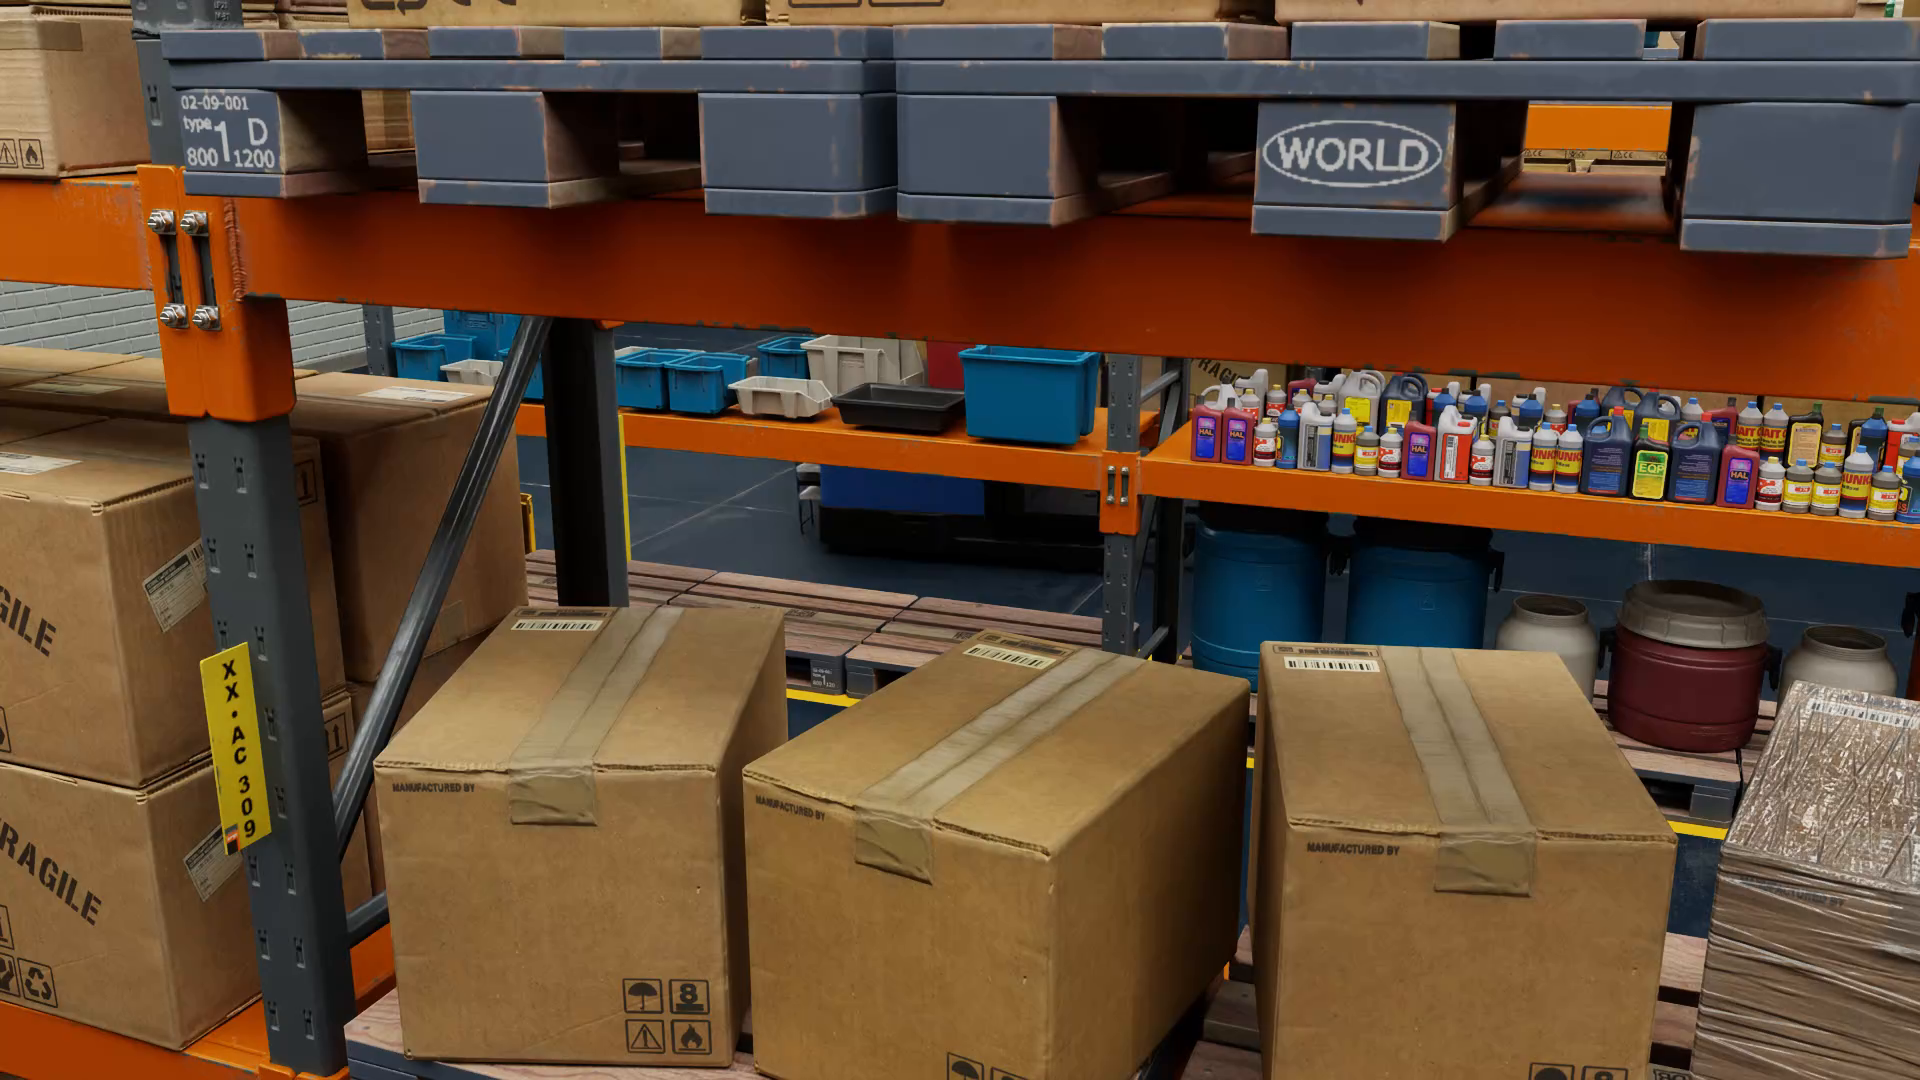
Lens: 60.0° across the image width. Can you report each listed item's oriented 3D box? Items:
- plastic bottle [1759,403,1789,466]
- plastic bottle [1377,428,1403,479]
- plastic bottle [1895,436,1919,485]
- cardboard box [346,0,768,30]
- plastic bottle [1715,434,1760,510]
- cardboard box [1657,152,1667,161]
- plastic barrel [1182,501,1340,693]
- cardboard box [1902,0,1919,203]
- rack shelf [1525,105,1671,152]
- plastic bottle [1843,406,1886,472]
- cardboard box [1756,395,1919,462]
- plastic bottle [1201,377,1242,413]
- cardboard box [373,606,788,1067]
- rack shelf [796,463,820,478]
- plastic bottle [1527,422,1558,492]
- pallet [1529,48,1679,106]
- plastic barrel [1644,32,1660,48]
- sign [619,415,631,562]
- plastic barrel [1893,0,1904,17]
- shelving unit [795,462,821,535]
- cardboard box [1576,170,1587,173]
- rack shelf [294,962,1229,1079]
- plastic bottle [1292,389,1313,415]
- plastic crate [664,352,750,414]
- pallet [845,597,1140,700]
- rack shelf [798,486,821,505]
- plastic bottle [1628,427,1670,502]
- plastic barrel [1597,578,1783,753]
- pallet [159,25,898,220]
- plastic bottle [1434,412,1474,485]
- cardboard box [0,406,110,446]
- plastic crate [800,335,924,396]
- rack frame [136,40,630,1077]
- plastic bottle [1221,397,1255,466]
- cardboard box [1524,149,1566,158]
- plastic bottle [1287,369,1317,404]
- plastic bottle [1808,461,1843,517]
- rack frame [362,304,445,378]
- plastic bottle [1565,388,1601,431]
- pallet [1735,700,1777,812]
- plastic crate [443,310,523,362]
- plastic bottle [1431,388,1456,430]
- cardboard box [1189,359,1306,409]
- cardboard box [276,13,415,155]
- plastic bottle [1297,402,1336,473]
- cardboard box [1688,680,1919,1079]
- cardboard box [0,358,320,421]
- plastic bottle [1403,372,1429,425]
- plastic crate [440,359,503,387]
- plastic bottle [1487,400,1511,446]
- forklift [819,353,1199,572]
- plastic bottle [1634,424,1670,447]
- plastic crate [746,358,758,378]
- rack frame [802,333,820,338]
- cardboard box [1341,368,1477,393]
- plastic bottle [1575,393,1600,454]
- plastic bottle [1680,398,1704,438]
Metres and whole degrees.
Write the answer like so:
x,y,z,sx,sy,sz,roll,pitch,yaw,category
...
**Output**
x,y,z,sx,sy,sz,roll,pitch,yaw,category
3.450,-0.443,7.050,0.097,0.271,0.097,0,16,0,plastic bottle
1.790,-0.364,6.905,0.097,0.201,0.097,0,16,0,plastic bottle
3.858,-0.319,6.748,0.097,0.201,0.097,0,16,0,plastic bottle
-0.500,-1.066,2.472,0.600,0.600,0.600,5,17,15,cardboard box
3.004,-0.265,6.415,0.133,0.283,0.061,6,17,21,plastic bottle
8.537,-4.744,19.662,0.500,0.500,0.500,6,17,21,cardboard box
1.379,0.184,7.671,0.708,0.901,0.600,6,17,21,plastic barrel
1.403,-0.619,1.865,0.500,0.500,0.910,6,17,21,cardboard box
2.740,-1.573,6.621,4.000,0.370,1.077,6,17,21,rack shelf
3.778,-0.418,6.943,0.133,0.283,0.061,6,17,21,plastic bottle
5.784,-0.815,11.158,0.875,0.875,1.225,5,17,18,cardboard box
1.126,-0.534,7.223,0.185,0.351,0.144,6,17,21,plastic bottle
-0.583,0.459,2.781,0.500,0.500,0.700,1,16,2,cardboard box
-0.924,-0.468,10.770,0.200,0.077,0.258,1,16,14,rack shelf
2.345,-0.337,6.685,0.097,0.271,0.097,0,16,0,plastic bottle
2.701,-1.862,6.666,1.213,0.211,1.003,6,17,21,pallet
2.523,-2.430,6.632,0.708,0.901,0.600,6,17,21,plastic barrel
-0.741,-0.098,3.555,0.005,0.325,0.100,6,17,21,sign
3.549,-1.921,6.024,0.301,0.262,0.301,0,16,0,plastic barrel
-0.926,-0.500,10.762,0.210,0.900,0.258,1,16,14,shelving unit
5.777,-3.344,15.442,0.250,0.149,0.380,6,17,20,cardboard box
0.919,1.152,2.615,4.000,0.370,1.077,6,17,21,rack shelf
1.584,-0.596,7.704,0.097,0.201,0.097,0,16,0,plastic bottle
-1.229,-0.764,8.117,0.300,0.233,0.416,6,17,21,plastic crate
0.181,0.592,8.257,1.213,0.211,1.003,6,17,21,pallet
-0.914,-0.295,10.818,0.200,0.077,0.258,1,16,14,rack shelf
2.708,-0.297,6.527,0.133,0.283,0.061,6,17,21,plastic bottle
3.089,0.522,7.067,0.708,0.588,0.600,6,17,21,plastic barrel
-0.360,-0.663,2.535,1.003,0.211,1.213,6,17,21,pallet
2.032,-0.382,6.831,0.135,0.276,0.152,6,17,21,plastic bottle
-1.984,0.038,3.191,0.500,0.500,0.500,6,17,20,cardboard box
-0.473,-0.858,8.354,0.530,0.282,0.437,6,17,21,plastic crate
-0.941,0.602,3.220,0.127,3.000,1.000,6,17,21,rack frame
1.188,-0.464,7.103,0.133,0.283,0.061,6,17,21,plastic bottle
7.120,-4.901,20.202,0.500,0.500,0.500,6,17,20,cardboard box
1.597,-0.658,7.769,0.133,0.283,0.061,6,17,21,plastic bottle
3.300,-0.198,6.333,0.097,0.201,0.097,0,16,0,plastic bottle
-2.841,-1.091,9.053,0.127,3.000,1.000,6,17,21,rack frame
2.747,-0.532,7.334,0.133,0.283,0.061,6,17,21,plastic bottle
3.852,0.996,6.864,1.213,0.211,1.003,6,17,21,pallet
-2.461,-1.151,9.089,0.499,0.435,0.616,6,17,21,plastic crate
2.145,-0.541,7.387,0.097,0.271,0.097,0,16,0,plastic bottle
2.112,-1.236,12.610,0.875,0.875,0.875,6,17,21,cardboard box
-1.303,-0.880,3.215,0.500,0.250,0.500,6,17,21,cardboard box
1.511,-0.439,7.029,0.135,0.276,0.152,6,17,21,plastic bottle
1.372,0.583,2.352,0.500,0.500,0.700,10,19,31,cardboard box
-1.757,-0.100,3.665,0.500,0.500,0.500,6,17,19,cardboard box
2.027,-0.631,7.554,0.185,0.351,0.144,6,17,21,plastic bottle
-2.465,-0.829,8.513,0.298,0.136,0.250,6,17,21,plastic crate
2.417,-0.523,7.451,0.097,0.201,0.097,0,16,0,plastic bottle
0.690,-1.374,10.150,3.031,2.935,1.130,3,16,11,forklift
2.731,-0.313,6.581,0.133,0.283,0.061,6,17,21,plastic bottle
-1.202,-0.876,8.677,0.250,0.136,0.298,6,17,21,plastic crate
-1.024,-2.376,13.478,0.127,3.000,1.000,6,17,21,rack frame
3.300,-1.088,12.099,0.875,0.875,1.225,6,17,21,cardboard box
2.734,-0.503,7.258,0.097,0.271,0.097,0,16,0,plastic bottle
3.144,-0.477,7.166,0.097,0.271,0.097,0,16,0,plastic bottle
